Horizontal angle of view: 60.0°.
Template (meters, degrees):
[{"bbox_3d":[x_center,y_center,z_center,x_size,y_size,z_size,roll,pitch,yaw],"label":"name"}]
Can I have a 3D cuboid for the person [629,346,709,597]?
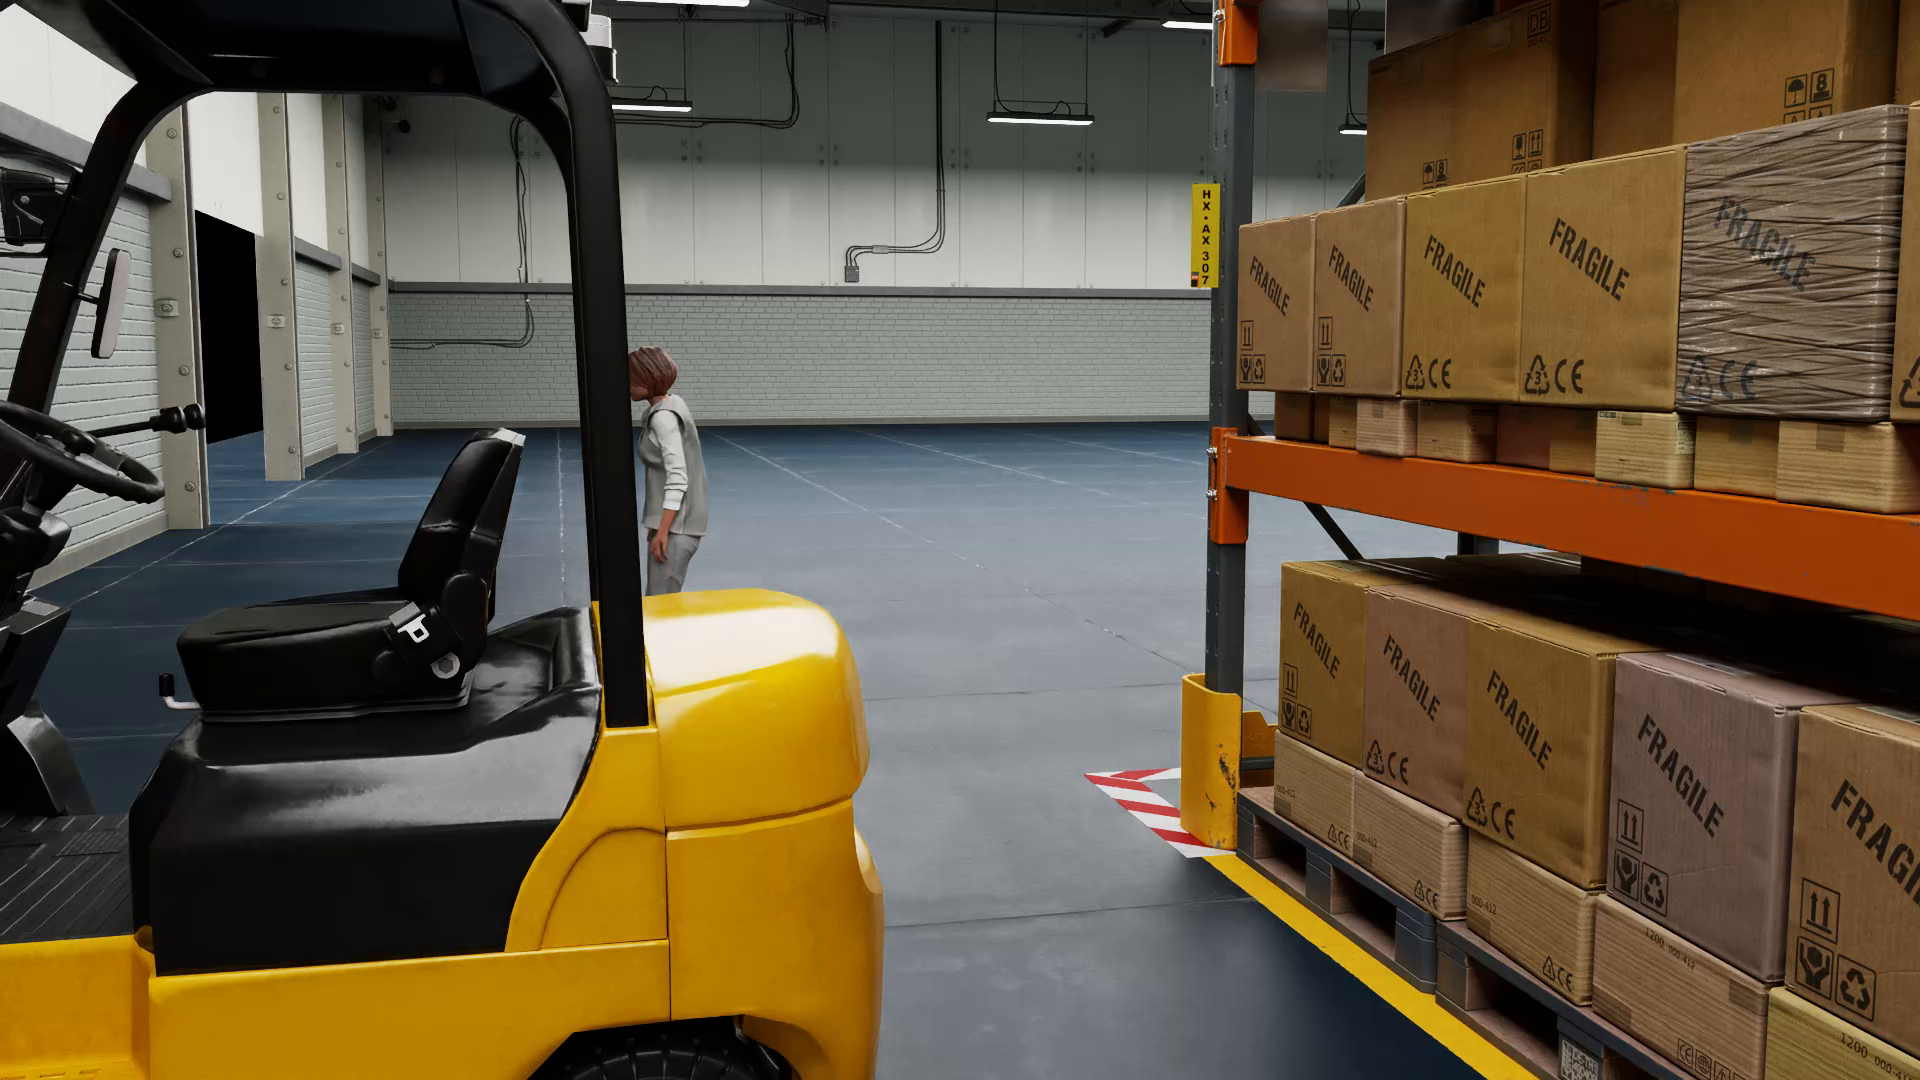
[{"bbox_3d":[-1.259,-0.030,7.150,0.344,1.593,0.460,-2,7,-13],"label":"person"}]
